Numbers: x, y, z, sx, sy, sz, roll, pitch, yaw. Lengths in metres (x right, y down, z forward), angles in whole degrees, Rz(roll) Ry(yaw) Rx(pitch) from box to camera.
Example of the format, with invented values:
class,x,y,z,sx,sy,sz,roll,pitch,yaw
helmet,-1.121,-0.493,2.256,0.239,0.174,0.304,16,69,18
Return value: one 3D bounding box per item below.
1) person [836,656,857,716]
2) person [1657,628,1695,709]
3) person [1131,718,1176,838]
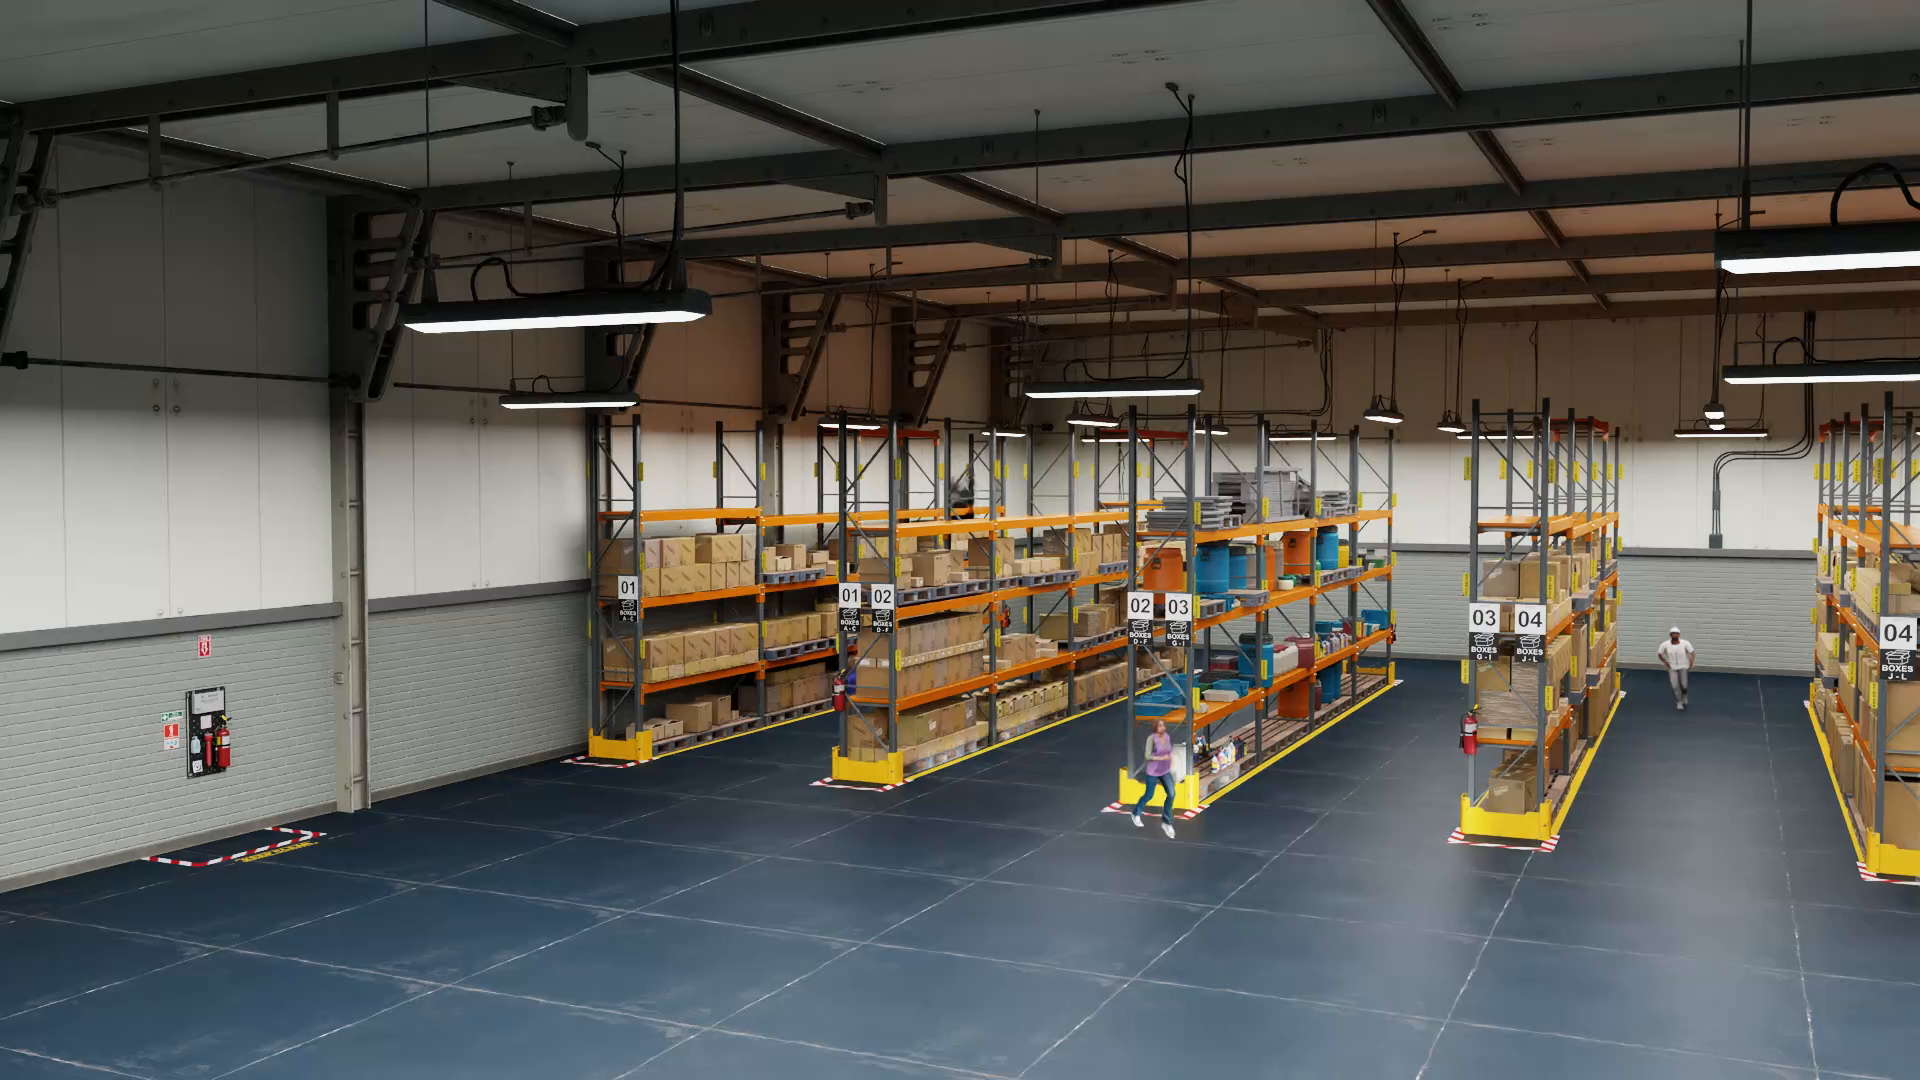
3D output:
class,x,y,z,sx,sy,sz,roll,pitch,yaw
person,-2.040,2.942,30.212,0.561,1.636,0.589,1,2,19
person,15.127,2.703,35.140,0.728,1.719,0.552,1,3,22
person,2.725,3.256,23.008,0.547,1.632,0.845,-1,3,-27
